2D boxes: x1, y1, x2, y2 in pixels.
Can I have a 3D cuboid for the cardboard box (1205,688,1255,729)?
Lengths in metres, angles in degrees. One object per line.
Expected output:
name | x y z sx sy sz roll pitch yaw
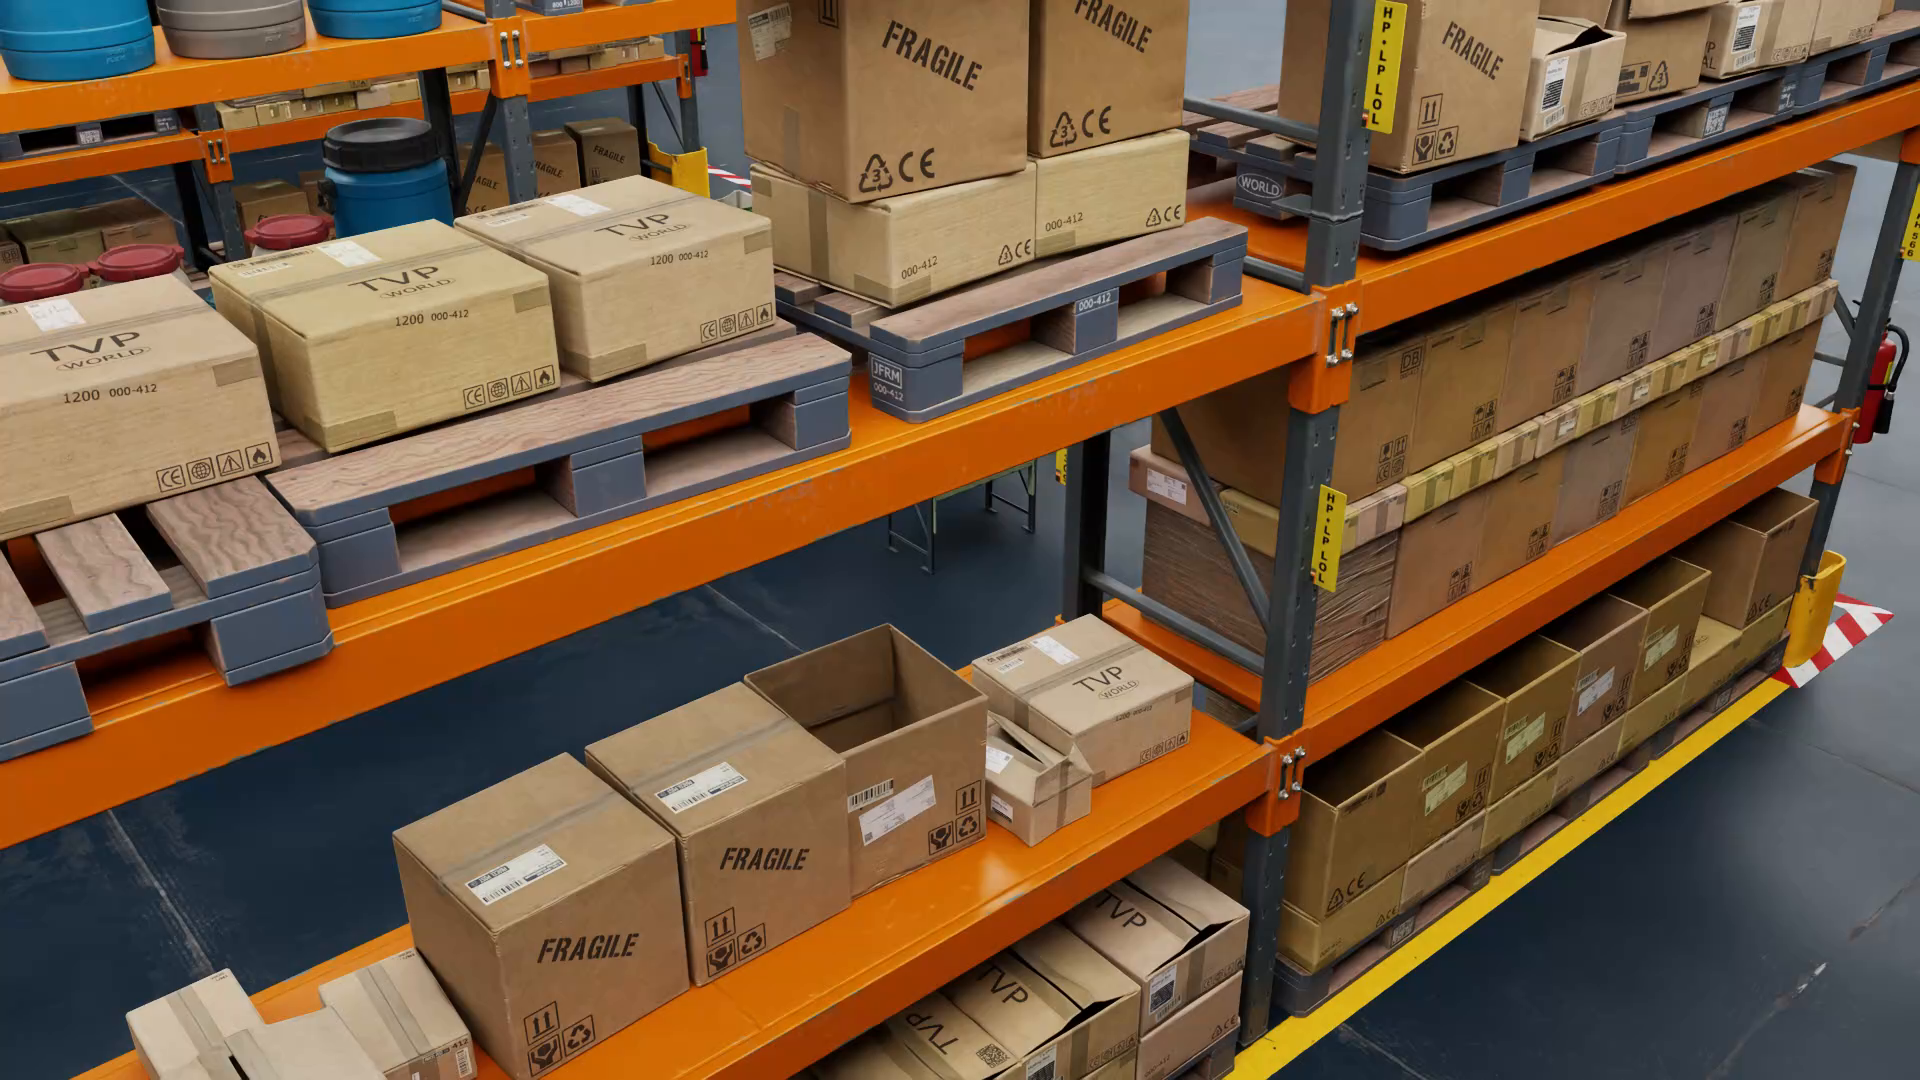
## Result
cardboard box | 1.327 0.609 6.605 0.500 0.500 0.500 -22 35 -35

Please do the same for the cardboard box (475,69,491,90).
cardboard box | -3.811 -3.727 13.309 0.250 0.149 0.380 -22 35 -35

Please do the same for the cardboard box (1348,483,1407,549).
cardboard box | 1.249 -0.139 5.533 0.250 0.149 0.380 -21 35 -34

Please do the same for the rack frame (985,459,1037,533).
rack frame | 0.284 -0.775 9.110 0.023 1.500 0.400 -22 35 -35

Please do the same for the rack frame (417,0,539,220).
rack frame | -2.484 -1.496 8.868 0.127 3.000 1.000 -22 35 -35

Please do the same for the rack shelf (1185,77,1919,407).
rack shelf | 2.250 -1.337 6.149 4.000 0.370 1.077 -22 35 -35

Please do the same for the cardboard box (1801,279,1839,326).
cardboard box | 3.604 -1.088 7.309 0.250 0.149 0.380 -23 35 -36

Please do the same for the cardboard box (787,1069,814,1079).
cardboard box | -0.551 1.753 4.663 0.500 0.311 0.500 -22 35 -36

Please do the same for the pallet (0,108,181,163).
pallet | -6.374 -3.006 11.896 1.213 0.211 1.003 -22 35 -35

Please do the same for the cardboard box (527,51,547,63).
cardboard box | -3.803 -4.179 13.466 0.500 0.500 0.875 -22 35 -35

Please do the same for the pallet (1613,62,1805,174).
pallet | 2.288 -1.645 6.056 1.213 0.211 1.003 -22 35 -35

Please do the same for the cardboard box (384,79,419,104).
cardboard box | -4.405 -3.511 12.903 0.250 0.149 0.380 -22 35 -35

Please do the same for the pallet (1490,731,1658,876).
pallet | 2.289 0.907 7.328 1.213 0.211 1.003 -22 35 -35

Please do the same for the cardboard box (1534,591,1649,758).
cardboard box | 2.424 0.488 6.830 0.500 0.500 0.500 -22 35 -35

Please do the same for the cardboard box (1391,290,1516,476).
cardboard box | 1.446 -0.628 5.761 0.500 0.500 0.700 -22 35 -35

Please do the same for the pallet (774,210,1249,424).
pallet | 0.066 -0.683 4.366 1.217 0.209 0.805 -24 36 -37

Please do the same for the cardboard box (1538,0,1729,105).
cardboard box | 2.063 -1.793 5.537 0.637 0.503 0.797 -18 33 -30

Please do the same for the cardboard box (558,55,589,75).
cardboard box | -3.286 -3.982 13.785 0.250 0.149 0.380 -22 35 -35

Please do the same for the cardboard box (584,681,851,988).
cardboard box | -0.648 0.780 4.501 0.500 0.500 0.500 -22 35 -35

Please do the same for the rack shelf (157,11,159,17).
rack shelf | -7.319 -5.376 16.891 4.000 0.370 1.077 -22 35 -35

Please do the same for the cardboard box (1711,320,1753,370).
cardboard box | 3.019 -0.853 6.869 0.250 0.149 0.380 -21 35 -34

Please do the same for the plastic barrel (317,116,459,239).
plastic barrel | -2.974 -1.708 8.732 0.708 0.901 0.600 -22 35 -35

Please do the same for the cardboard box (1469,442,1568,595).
cardboard box | 1.843 -0.217 6.367 0.500 0.500 0.700 -21 35 -34

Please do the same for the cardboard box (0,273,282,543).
cardboard box | -1.619 -0.263 3.091 0.500 0.250 0.500 -21 34 -34

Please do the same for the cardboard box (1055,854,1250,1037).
cardboard box | 0.606 1.288 5.535 0.500 0.311 0.500 -22 35 -35

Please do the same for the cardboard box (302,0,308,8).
cardboard box | -4.812 -4.089 12.236 0.500 0.500 0.500 -22 35 -35

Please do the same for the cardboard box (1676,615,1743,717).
cardboard box | 3.183 0.512 7.581 0.500 0.250 0.500 -22 35 -35

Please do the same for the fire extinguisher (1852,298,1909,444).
fire extinguisher | 4.163 -0.778 7.606 0.183 0.674 0.296 -22 35 -35

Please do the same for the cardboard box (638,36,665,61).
cardboard box | -2.738 -4.224 14.238 0.250 0.149 0.380 -22 35 -35

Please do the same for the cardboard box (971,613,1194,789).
cardboard box | 0.382 0.513 5.266 0.500 0.250 0.500 -19 34 -32

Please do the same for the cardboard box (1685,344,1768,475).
cardboard box | 3.012 -0.686 7.246 0.500 0.500 0.700 -21 34 -34

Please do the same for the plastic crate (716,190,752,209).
plastic crate | -1.413 -1.968 10.029 0.437 0.136 0.530 -22 35 -35

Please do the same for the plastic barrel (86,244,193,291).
plastic barrel | -3.912 -1.118 8.015 0.433 0.535 0.433 0 28 0

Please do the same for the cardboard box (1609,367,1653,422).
cardboard box | 2.426 -0.613 6.419 0.250 0.149 0.380 -22 35 -36

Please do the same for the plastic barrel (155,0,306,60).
plastic barrel | -3.227 -2.607 7.231 0.600 0.901 0.600 0 28 0

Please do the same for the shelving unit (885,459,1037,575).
shelving unit | 0.005 -0.664 8.900 0.755 1.500 0.431 -22 35 -35

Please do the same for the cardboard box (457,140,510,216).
cardboard box | -4.062 -3.014 13.914 0.500 0.500 0.500 -18 33 -30

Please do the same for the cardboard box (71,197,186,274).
cardboard box | -6.179 -2.184 12.339 0.500 0.500 0.700 -25 37 -39

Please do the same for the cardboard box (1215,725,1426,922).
cardboard box | 1.284 0.948 5.970 0.500 0.500 0.500 -22 35 -35

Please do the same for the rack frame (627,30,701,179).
rack frame | -2.655 -4.496 14.480 0.127 3.000 1.000 -22 35 -35

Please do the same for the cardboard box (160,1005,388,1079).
cardboard box | -1.508 1.340 3.655 0.500 0.311 0.500 -22 35 -35

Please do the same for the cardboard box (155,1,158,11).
cardboard box | -8.164 -5.441 16.090 0.550 0.550 0.875 -22 35 -35

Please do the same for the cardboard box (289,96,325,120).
cardboard box | -4.969 -3.278 12.467 0.250 0.149 0.380 -22 35 -35

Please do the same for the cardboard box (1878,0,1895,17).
cardboard box | 3.332 -2.384 6.642 0.637 0.503 0.797 -19 34 -32

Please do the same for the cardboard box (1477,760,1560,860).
cardboard box | 2.045 0.973 6.719 0.500 0.250 0.500 -22 35 -35

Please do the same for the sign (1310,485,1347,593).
sign | 1.088 -0.003 4.929 0.005 0.325 0.100 -22 35 -35

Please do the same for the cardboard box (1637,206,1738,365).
cardboard box | 2.588 -1.087 6.620 0.500 0.500 0.700 -22 35 -35

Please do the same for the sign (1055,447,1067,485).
sign | 0.367 -0.334 5.691 0.005 0.325 0.100 -22 35 -35

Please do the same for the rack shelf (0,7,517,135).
rack shelf | -4.005 -1.890 7.185 4.000 0.370 1.077 -22 35 -35

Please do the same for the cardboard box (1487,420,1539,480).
cardboard box | 1.835 -0.375 5.975 0.250 0.149 0.380 -23 36 -36

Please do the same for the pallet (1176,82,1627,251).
pallet | 1.361 -1.273 5.361 1.213 0.211 1.003 -22 35 -35

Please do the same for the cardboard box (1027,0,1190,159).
cardboard box | 0.234 -1.317 4.268 0.500 0.500 0.500 -21 35 -34

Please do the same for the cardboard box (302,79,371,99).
cardboard box | -4.913 -3.703 12.576 0.500 0.500 0.875 -22 35 -35

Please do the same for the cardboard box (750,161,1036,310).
cardboard box | -0.163 -0.807 4.109 0.500 0.250 0.500 24 37 38
